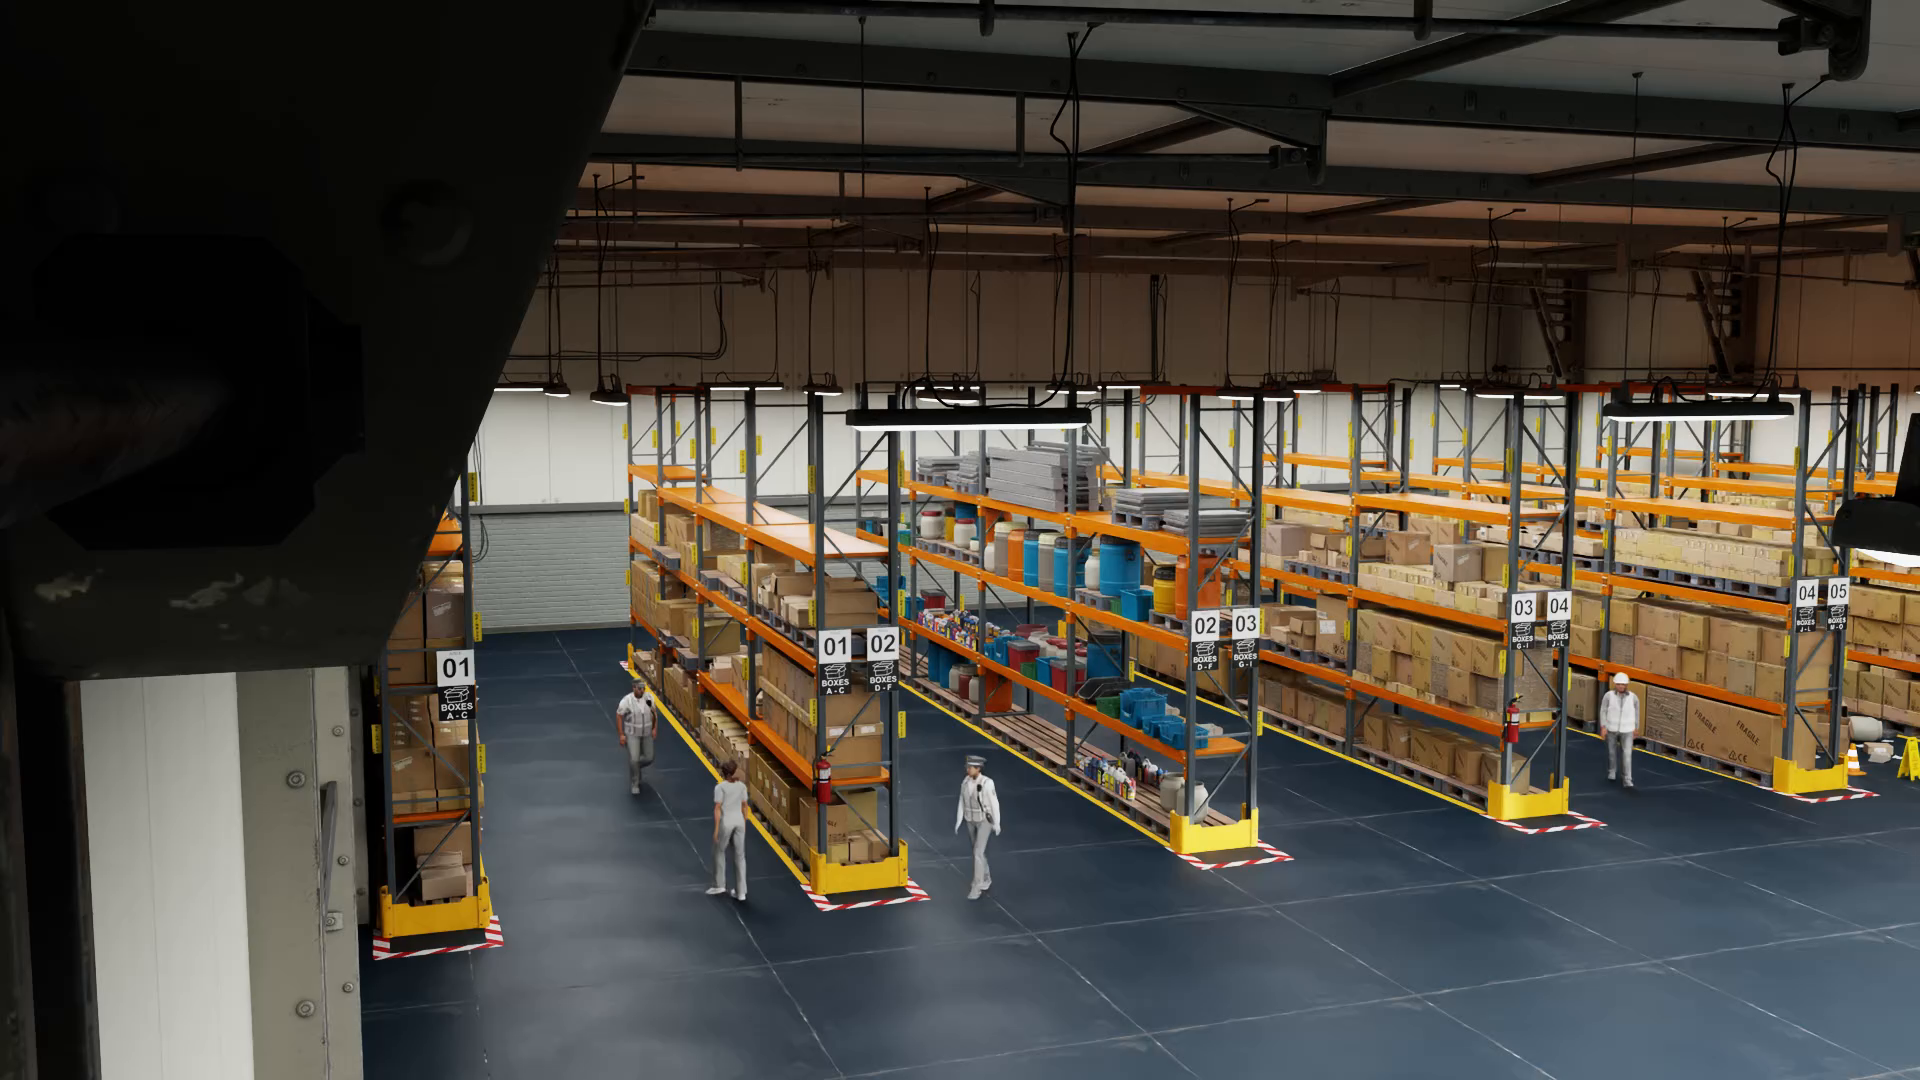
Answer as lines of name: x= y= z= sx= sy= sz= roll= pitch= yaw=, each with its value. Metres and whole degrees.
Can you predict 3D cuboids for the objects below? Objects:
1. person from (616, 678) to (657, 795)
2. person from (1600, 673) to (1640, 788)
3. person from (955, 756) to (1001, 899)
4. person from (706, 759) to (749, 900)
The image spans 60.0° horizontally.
person: x=-4.874 y=2.901 z=25.006 sx=0.626 sy=1.736 sz=0.659 roll=-4 pitch=7 yaw=-33
person: x=9.973 y=2.861 z=25.162 sx=0.564 sy=1.709 sz=1.076 roll=2 pitch=6 yaw=23
person: x=0.157 y=3.434 z=20.019 sx=0.586 sy=1.669 sz=0.740 roll=5 pitch=8 yaw=39
person: x=-2.750 y=3.472 z=19.909 sx=0.491 sy=1.697 sz=0.683 roll=-4 pitch=7 yaw=-33
